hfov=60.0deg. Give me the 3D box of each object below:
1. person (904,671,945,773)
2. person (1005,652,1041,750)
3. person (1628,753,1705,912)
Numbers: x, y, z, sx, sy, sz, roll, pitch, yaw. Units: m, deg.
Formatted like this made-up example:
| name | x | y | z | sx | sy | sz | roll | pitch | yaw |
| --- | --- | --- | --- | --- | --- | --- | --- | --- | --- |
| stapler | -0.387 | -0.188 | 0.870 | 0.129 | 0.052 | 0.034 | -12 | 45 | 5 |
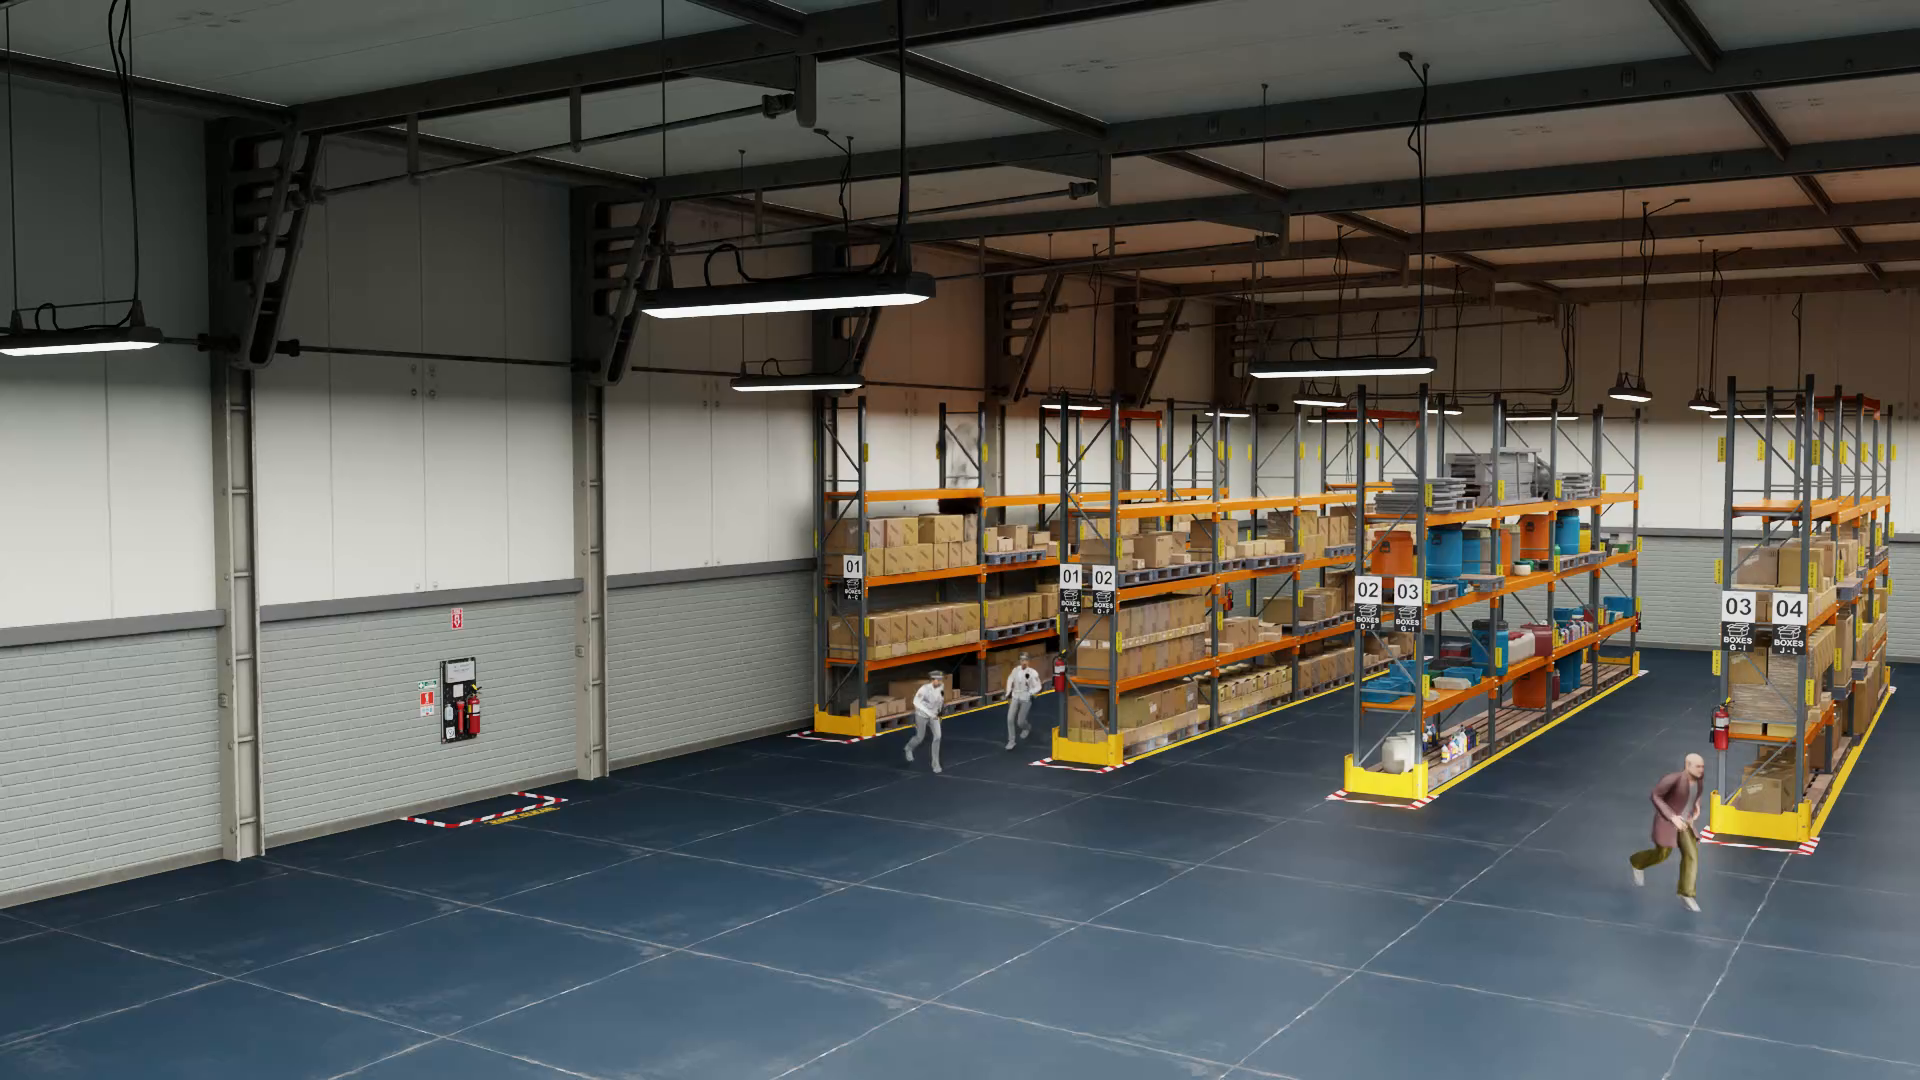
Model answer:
| name | x | y | z | sx | sy | sz | roll | pitch | yaw |
| --- | --- | --- | --- | --- | --- | --- | --- | --- | --- |
| person | -0.561 | 2.841 | 26.387 | 0.655 | 1.628 | 0.980 | -2 | 4 | -39 |
| person | 1.084 | 2.722 | 28.281 | 0.665 | 1.679 | 0.715 | 1 | 3 | 26 |
| person | 7.915 | 3.191 | 18.607 | 0.743 | 1.738 | 1.083 | -1 | 3 | -25 |
